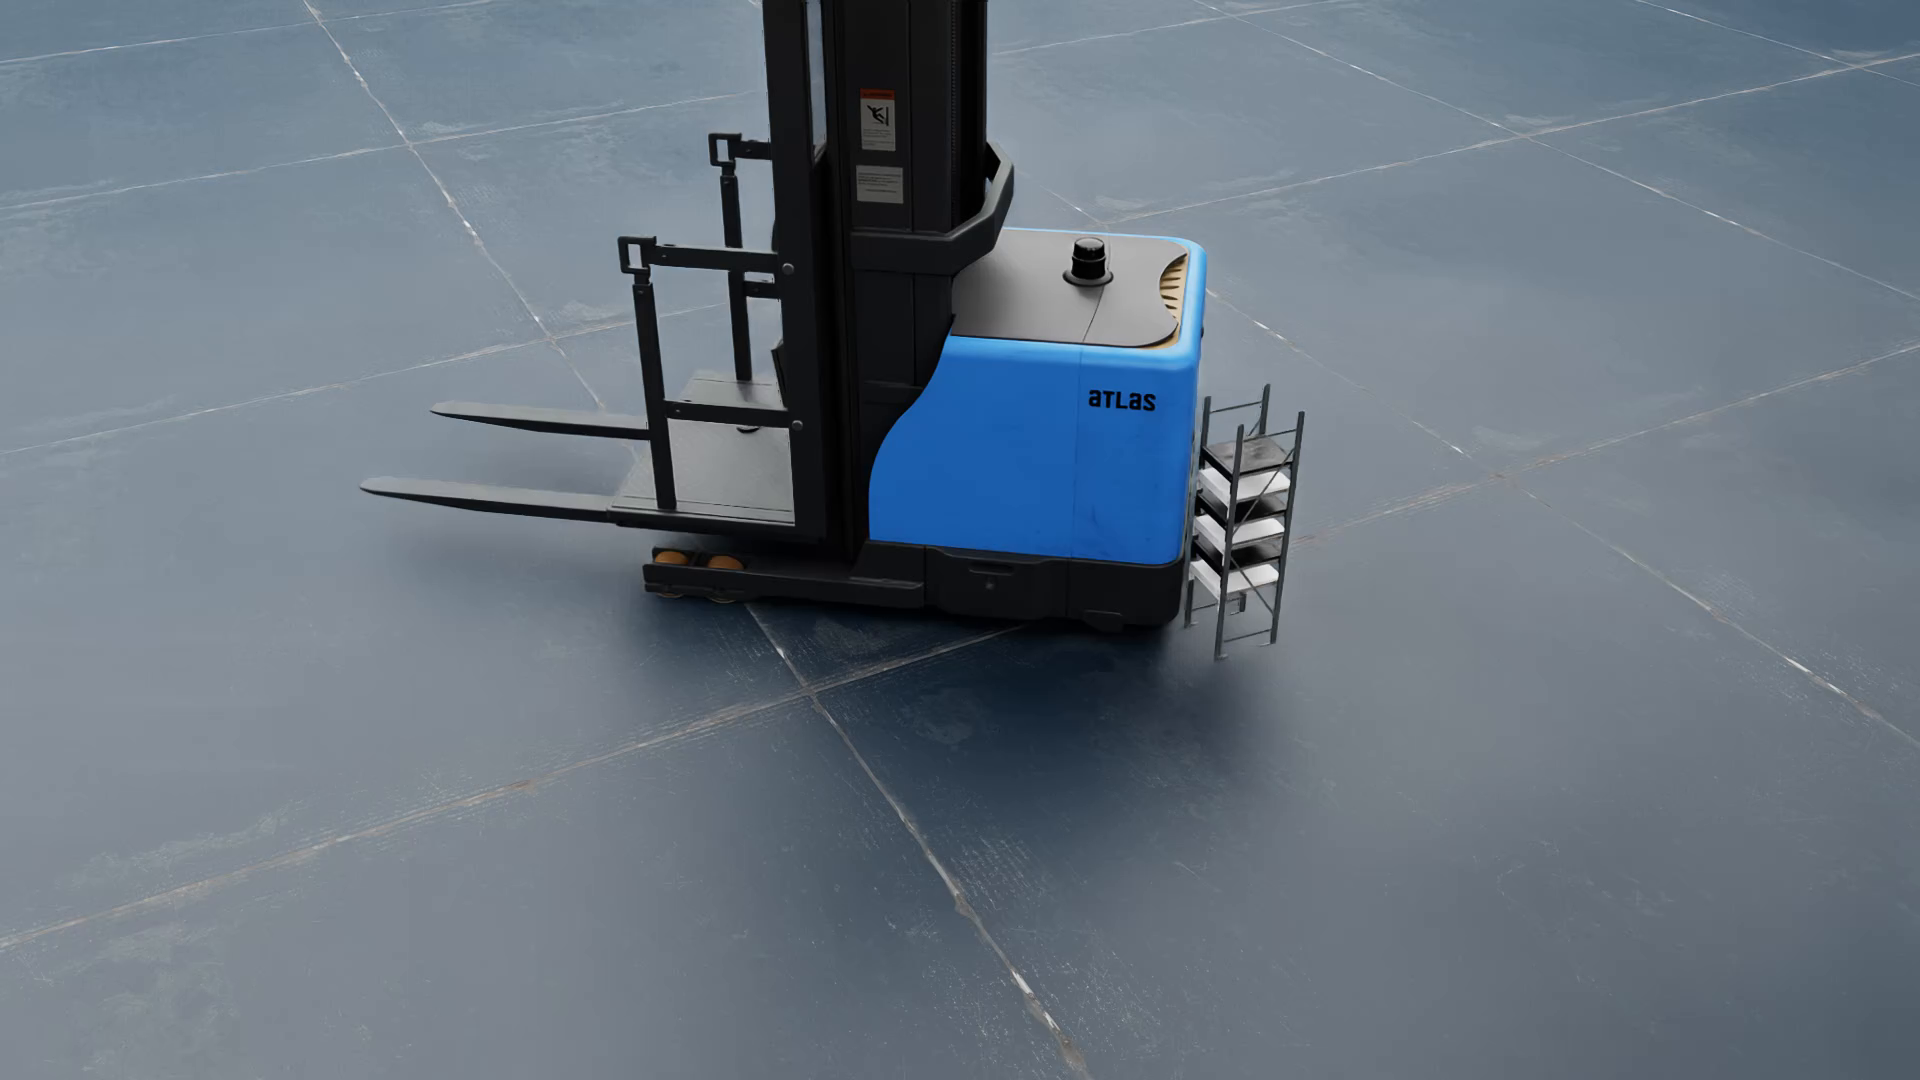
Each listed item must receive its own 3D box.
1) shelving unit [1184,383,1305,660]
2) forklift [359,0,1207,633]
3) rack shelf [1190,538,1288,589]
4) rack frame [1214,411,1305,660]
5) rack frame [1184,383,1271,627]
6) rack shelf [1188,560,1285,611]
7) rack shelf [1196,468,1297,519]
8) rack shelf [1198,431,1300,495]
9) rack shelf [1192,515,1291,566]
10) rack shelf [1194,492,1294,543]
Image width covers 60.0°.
[{"bbox_3d":[0.931,-0.051,5.496,0.258,0.900,0.210,-13,35,-19],"label":"shelving unit"},{"bbox_3d":[-0.672,-1.284,5.537,3.031,2.935,1.130,5,33,8],"label":"forklift"},{"bbox_3d":[0.931,0.052,5.563,0.258,0.077,0.200,-13,35,-19],"label":"rack shelf"},{"bbox_3d":[0.970,-0.001,5.417,0.240,0.900,0.006,-13,35,-19],"label":"rack frame"},{"bbox_3d":[0.892,-0.102,5.575,0.240,0.900,0.006,-13,35,-19],"label":"rack frame"},{"bbox_3d":[0.931,0.128,5.611,0.258,0.077,0.200,-13,35,-19],"label":"rack shelf"},{"bbox_3d":[0.931,-0.175,5.417,0.258,0.077,0.200,-13,35,-19],"label":"rack shelf"},{"bbox_3d":[0.931,-0.251,5.368,0.258,0.077,0.200,-13,35,-19],"label":"rack shelf"},{"bbox_3d":[0.931,-0.023,5.514,0.258,0.077,0.200,-13,35,-19],"label":"rack shelf"},{"bbox_3d":[0.931,-0.099,5.465,0.258,0.077,0.200,-13,35,-19],"label":"rack shelf"}]
